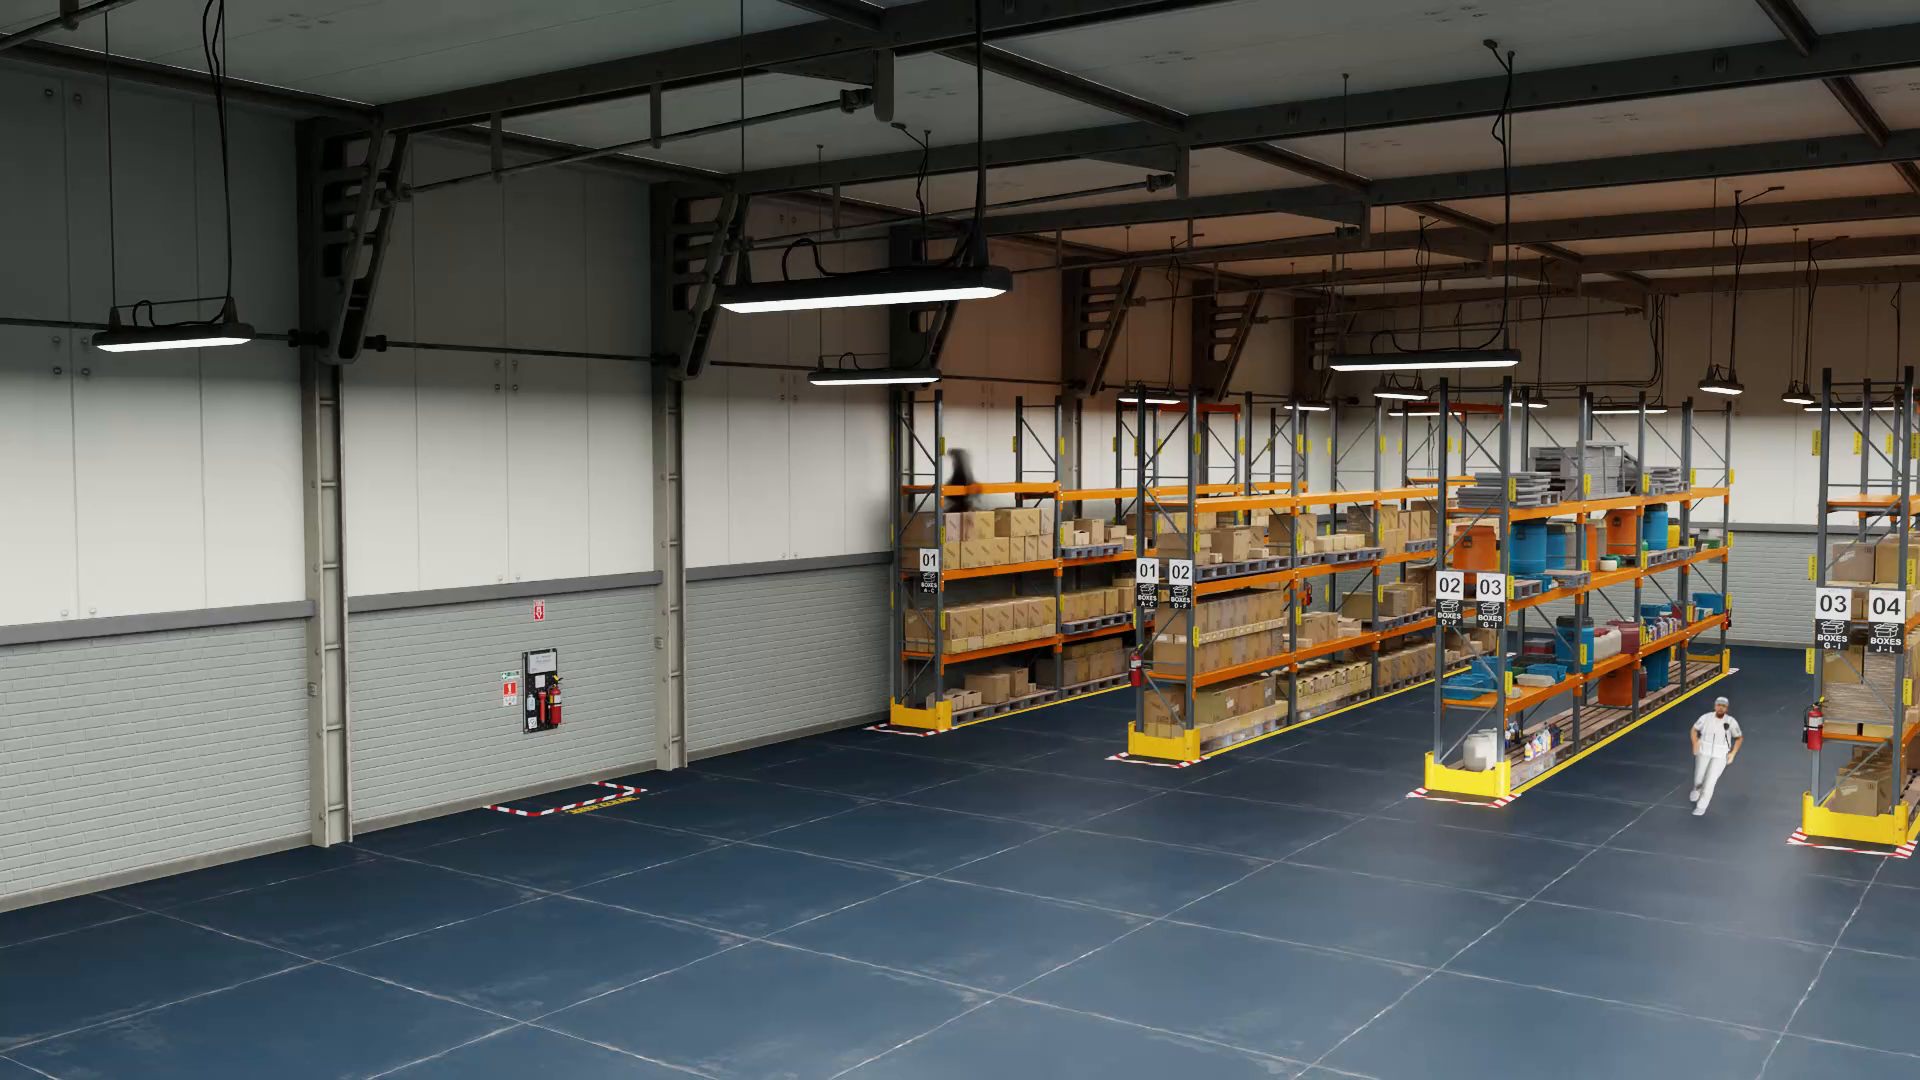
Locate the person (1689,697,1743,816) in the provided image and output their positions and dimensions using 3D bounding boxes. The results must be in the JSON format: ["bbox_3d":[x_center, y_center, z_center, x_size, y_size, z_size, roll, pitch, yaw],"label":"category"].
[{"bbox_3d":[10.284,2.930,22.636,0.664,1.601,0.638,2,4,28],"label":"person"}]
